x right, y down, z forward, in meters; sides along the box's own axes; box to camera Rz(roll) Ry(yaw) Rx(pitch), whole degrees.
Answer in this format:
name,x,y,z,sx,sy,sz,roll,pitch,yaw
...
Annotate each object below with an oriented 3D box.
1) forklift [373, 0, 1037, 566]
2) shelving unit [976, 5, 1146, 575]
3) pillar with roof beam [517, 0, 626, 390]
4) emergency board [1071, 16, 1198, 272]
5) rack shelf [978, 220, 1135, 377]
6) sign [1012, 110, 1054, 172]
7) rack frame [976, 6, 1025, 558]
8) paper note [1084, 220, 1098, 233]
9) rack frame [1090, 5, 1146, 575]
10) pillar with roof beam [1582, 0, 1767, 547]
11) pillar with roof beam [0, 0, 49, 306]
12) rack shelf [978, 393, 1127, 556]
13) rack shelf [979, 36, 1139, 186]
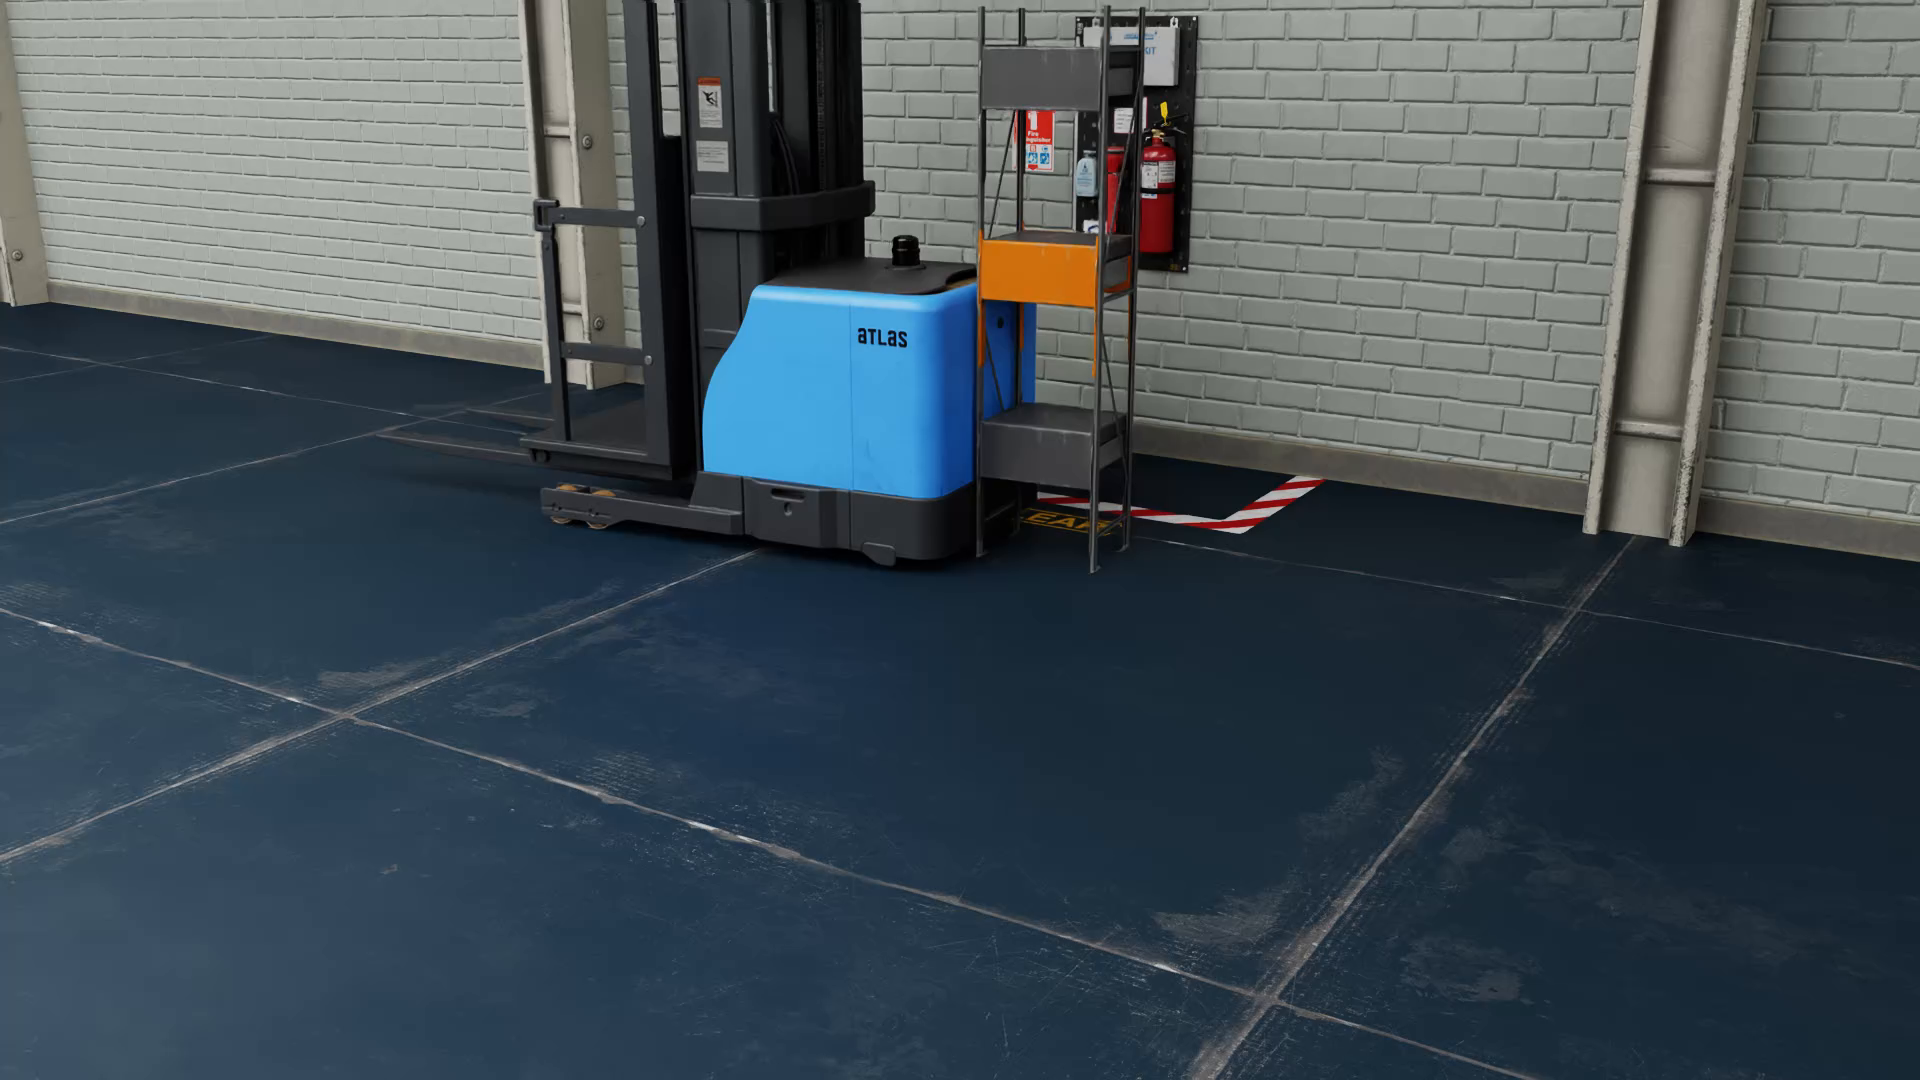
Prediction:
name,x,y,z,sx,sy,sz,roll,pitch,yaw
forklift,-1.222,-1.574,7.020,3.031,2.935,1.130,8,19,25
shelving unit,0.377,-0.953,6.406,0.503,2.100,0.431,8,19,25
pillar with roof beam,-4.502,-4.192,5.198,0.400,9.000,9.100,10,20,30
emergency board,0.778,-1.860,7.845,0.643,1.169,0.194,10,20,30
rack shelf,0.377,-0.940,6.410,0.480,0.518,0.431,8,19,25
sign,0.361,-1.987,8.200,0.234,0.329,0.001,10,20,30
rack frame,0.157,-0.984,6.507,0.015,2.100,0.400,8,19,25
paper note,0.663,-1.483,8.117,0.142,0.148,0.016,10,20,30
rack frame,0.597,-0.922,6.304,0.015,2.100,0.400,8,19,25
pillar with roof beam,0.611,-3.279,2.194,0.400,9.000,9.100,10,20,30
pillar with roof beam,-9.615,-5.105,8.203,0.400,9.000,9.100,10,20,30
rack shelf,0.377,-0.270,6.613,0.480,0.518,0.431,8,19,25
rack shelf,0.377,-1.610,6.206,0.480,0.518,0.431,8,19,25
